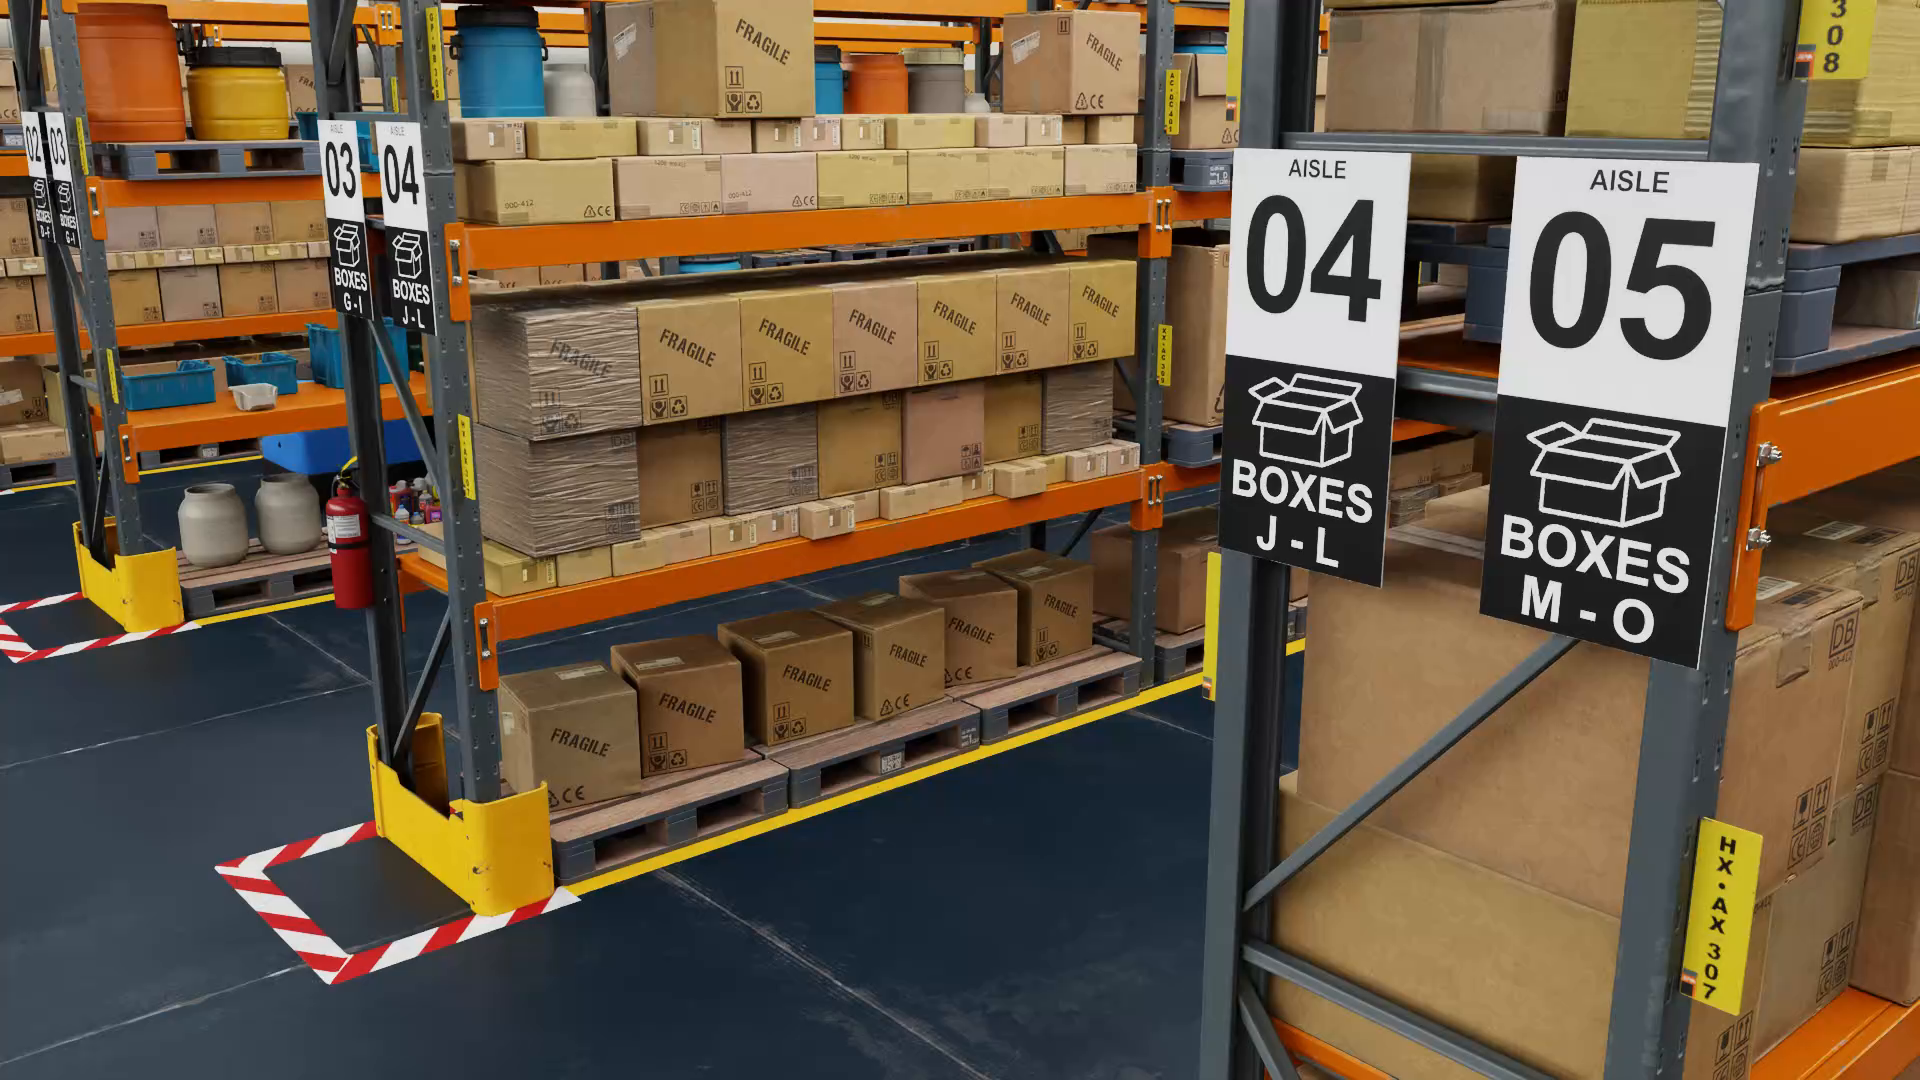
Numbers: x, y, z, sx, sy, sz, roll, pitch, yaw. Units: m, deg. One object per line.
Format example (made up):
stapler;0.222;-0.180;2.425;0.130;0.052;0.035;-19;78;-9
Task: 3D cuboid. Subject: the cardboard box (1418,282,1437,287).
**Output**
cardboard box;3.378;-1.517;11.607;0.500;0.500;0.500;13;20;40

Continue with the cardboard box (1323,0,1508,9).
cardboard box;0.935;-1.114;3.230;0.250;0.149;0.380;-12;19;-39

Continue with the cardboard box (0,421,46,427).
cardboard box;-8.565;-0.961;15.051;0.500;0.250;0.500;-13;19;-39

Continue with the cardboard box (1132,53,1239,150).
cardboard box;1.161;-2.449;9.281;0.637;0.503;0.797;-14;20;-42

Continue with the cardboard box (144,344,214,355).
cardboard box;-7.444;-1.581;15.917;0.500;0.500;0.500;-13;19;-39

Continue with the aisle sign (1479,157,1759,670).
aisle sign;1.047;-0.212;2.694;0.004;0.787;0.394;-13;19;-39

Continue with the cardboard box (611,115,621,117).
cardboard box;-3.869;-4.599;17.818;0.500;0.250;0.500;-13;20;-40

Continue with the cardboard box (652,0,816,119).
cardboard box;-0.978;-2.091;7.214;0.500;0.500;0.500;-13;20;-40

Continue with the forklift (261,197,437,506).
forklift;-4.504;-1.978;14.476;3.031;2.935;1.130;-12;19;-38

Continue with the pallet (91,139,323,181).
pallet;-4.839;-2.453;10.673;1.213;0.211;1.003;-13;19;-39

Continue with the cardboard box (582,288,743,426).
cardboard box;-1.300;-0.808;7.254;0.500;0.500;0.500;-13;19;-39

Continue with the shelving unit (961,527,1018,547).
shelving unit;0.125;-1.042;12.584;0.503;2.100;0.431;-13;19;-39

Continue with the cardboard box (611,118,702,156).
cardboard box;-1.295;-1.704;7.024;0.250;0.149;0.380;-12;19;-37

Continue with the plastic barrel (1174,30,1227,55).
plastic barrel;2.338;-4.582;16.493;0.708;0.901;0.600;-13;19;-39

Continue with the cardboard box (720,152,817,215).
cardboard box;-0.981;-1.589;7.365;0.500;0.250;0.500;-13;20;-40

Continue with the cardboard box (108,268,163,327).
cardboard box;-7.644;-2.236;15.116;0.500;0.500;0.700;-12;19;-39

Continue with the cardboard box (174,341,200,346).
cardboard box;-9.397;-2.327;20.287;0.380;0.166;0.250;13;20;40

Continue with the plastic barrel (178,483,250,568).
plastic barrel;-5.081;-0.101;11.322;0.421;0.512;0.421;0;15;0

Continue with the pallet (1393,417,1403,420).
pallet;2.293;-0.929;10.786;1.213;0.211;1.003;-13;19;-39

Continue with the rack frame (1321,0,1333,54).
rack frame;3.526;-5.905;17.419;0.127;3.000;1.000;-13;19;-39

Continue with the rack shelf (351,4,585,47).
rack shelf;-4.249;-5.313;17.370;4.000;0.370;1.077;-13;19;-39

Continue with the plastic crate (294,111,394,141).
plastic crate;-4.286;-2.797;11.626;0.575;0.384;0.392;-13;19;-39

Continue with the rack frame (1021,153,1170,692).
rack frame;0.742;-0.687;9.509;0.127;3.000;1.000;-13;19;-39

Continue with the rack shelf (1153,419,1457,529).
rack shelf;2.251;-0.678;10.871;4.000;0.370;1.077;-13;19;-39

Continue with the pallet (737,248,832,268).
pallet;-2.275;-3.330;19.774;1.003;0.211;1.213;-13;19;-39

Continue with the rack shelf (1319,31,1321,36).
rack shelf;5.034;-5.703;18.831;4.000;0.370;1.077;-13;19;-39

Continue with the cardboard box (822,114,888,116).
cardboard box;-0.495;-2.083;8.441;0.250;0.149;0.380;-13;20;-40

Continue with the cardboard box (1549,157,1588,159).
cardboard box;1.123;-0.770;3.489;0.250;0.149;0.380;-12;19;-39

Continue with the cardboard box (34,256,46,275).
cardboard box;-7.952;-2.412;14.517;0.250;0.149;0.380;-13;19;-39

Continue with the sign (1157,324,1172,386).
sign;1.104;-1.001;9.007;0.005;0.325;0.100;-13;19;-39

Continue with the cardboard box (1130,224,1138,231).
cardboard box;2.366;-4.396;23.203;0.500;0.500;0.500;-12;19;-39

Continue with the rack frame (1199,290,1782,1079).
rack frame;0.904;0.973;3.293;0.127;3.000;1.000;-13;19;-39

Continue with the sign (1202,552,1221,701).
sign;0.558;0.192;3.518;0.005;0.325;0.100;-13;19;-39

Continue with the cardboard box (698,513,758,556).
cardboard box;-1.136;-0.055;7.631;0.250;0.149;0.380;-13;19;-39

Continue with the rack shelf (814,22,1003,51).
rack shelf;-1.232;-5.990;19.907;4.000;0.370;1.077;-13;19;-39

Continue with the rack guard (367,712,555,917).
rack guard;-2.218;1.185;7.343;0.348;0.500;1.175;-13;19;-39

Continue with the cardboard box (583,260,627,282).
cardboard box;-3.996;-3.055;18.180;0.500;0.500;0.500;-14;20;-42

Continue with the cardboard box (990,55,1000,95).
cardboard box;0.619;-6.042;21.613;0.500;0.500;0.700;-13;19;-39

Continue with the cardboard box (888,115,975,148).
cardboard box;-0.142;-1.977;8.045;0.250;0.149;0.380;-12;19;-37

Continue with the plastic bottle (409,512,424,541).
plastic bottle;-3.877;-0.098;11.875;0.097;0.201;0.097;0;15;0

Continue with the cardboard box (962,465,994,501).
cardboard box;-0.041;-0.320;8.623;0.250;0.149;0.380;-13;19;-39

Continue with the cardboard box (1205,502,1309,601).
cardboard box;2.013;0.036;10.793;0.700;0.500;0.500;14;20;42

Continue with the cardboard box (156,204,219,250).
cardboard box;-7.225;-2.960;15.310;0.500;0.500;0.700;-13;19;-39

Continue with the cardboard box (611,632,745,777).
cardboard box;-1.365;0.785;8.029;0.500;0.500;0.500;-7;17;-25

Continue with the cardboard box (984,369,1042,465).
cardboard box;-0.039;-0.737;8.926;0.500;0.500;0.875;-13;19;-39

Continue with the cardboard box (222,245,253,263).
cardboard box;-6.782;-2.675;15.502;0.250;0.149;0.380;-12;19;-38

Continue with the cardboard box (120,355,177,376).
cardboard box;-7.480;-1.395;15.222;0.500;0.500;0.500;-13;19;-39

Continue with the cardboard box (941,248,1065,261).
cardboard box;0.236;-1.335;9.229;0.500;0.500;0.500;-13;19;-39

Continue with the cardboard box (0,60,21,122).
cardboard box;-8.339;-3.805;14.084;0.637;0.503;0.797;-11;18;-36

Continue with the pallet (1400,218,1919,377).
pallet;1.457;-0.561;3.396;1.213;0.211;1.003;-13;19;-39

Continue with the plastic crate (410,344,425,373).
plastic crate;-3.719;-1.374;12.491;0.662;0.188;0.450;-13;19;-39

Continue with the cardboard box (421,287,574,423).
cardboard box;-2.023;-0.826;7.321;0.500;0.500;0.500;-13;19;-39

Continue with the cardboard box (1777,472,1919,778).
cardboard box;2.075;0.144;4.014;0.550;0.550;0.875;-13;19;-39

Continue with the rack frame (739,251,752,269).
rack frame;-2.741;-3.294;19.269;0.127;3.000;1.000;-13;19;-39

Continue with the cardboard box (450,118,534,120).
cardboard box;-1.998;-1.708;7.036;0.250;0.149;0.380;-13;20;-41
